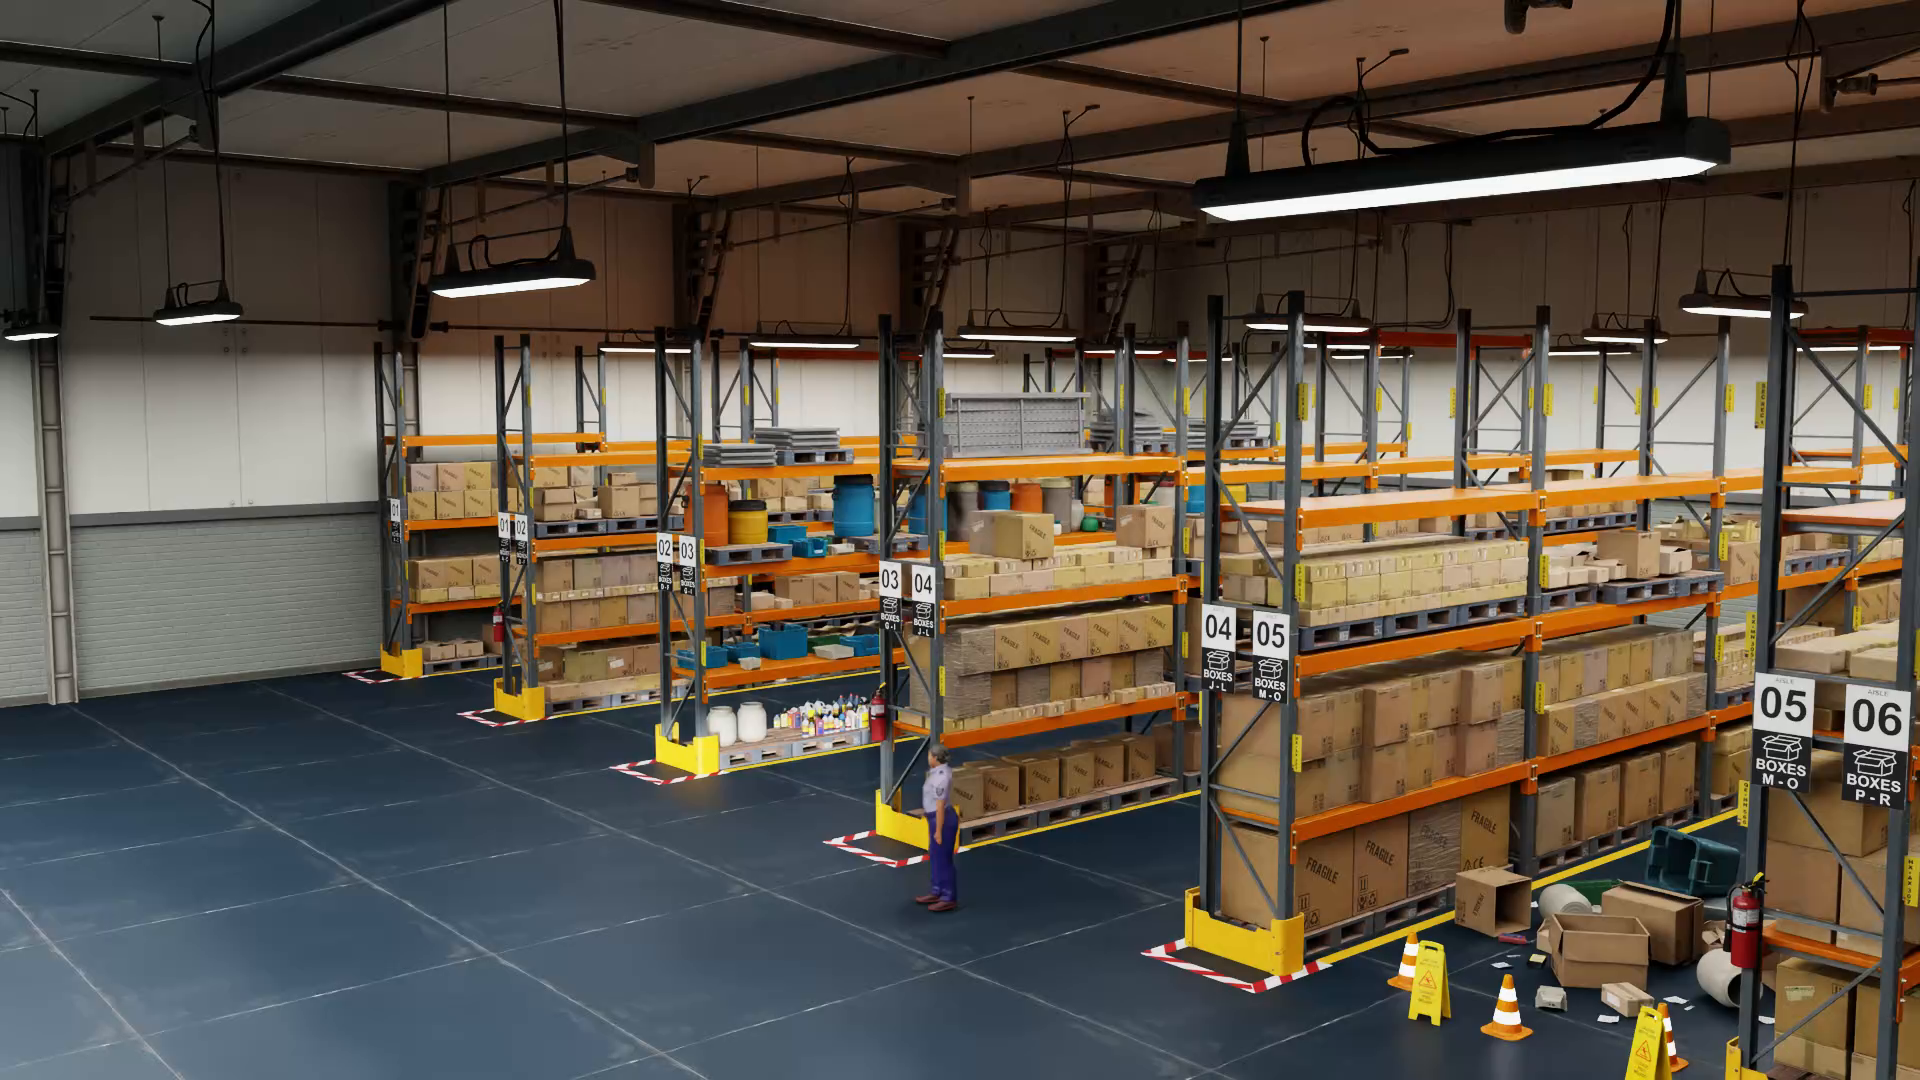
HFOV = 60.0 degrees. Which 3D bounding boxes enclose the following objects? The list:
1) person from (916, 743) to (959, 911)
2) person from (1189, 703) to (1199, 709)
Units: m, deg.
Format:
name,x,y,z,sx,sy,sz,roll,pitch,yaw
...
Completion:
name,x,y,z,sx,sy,sz,roll,pitch,yaw
person,-0.229,2.838,16.513,0.430,1.661,0.493,0,5,0
person,3.926,1.828,26.824,0.702,1.724,1.027,5,7,41
